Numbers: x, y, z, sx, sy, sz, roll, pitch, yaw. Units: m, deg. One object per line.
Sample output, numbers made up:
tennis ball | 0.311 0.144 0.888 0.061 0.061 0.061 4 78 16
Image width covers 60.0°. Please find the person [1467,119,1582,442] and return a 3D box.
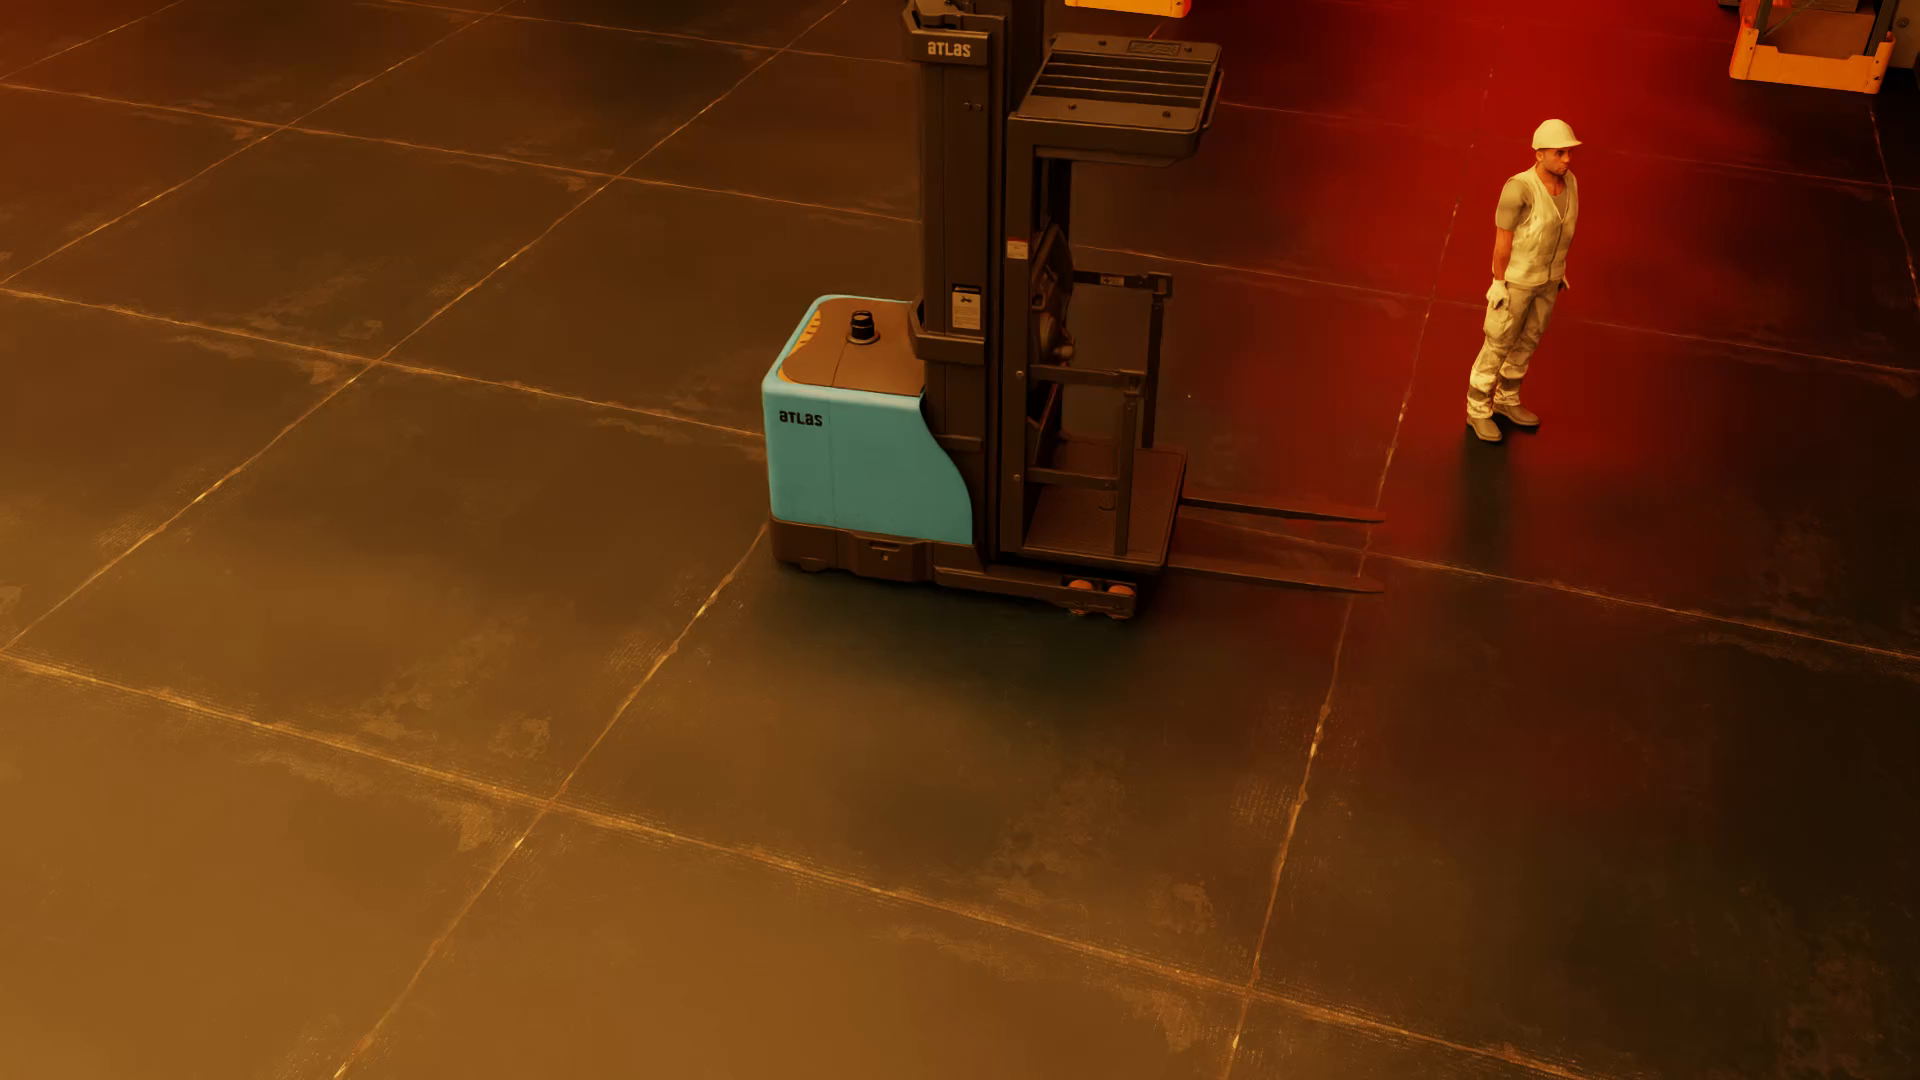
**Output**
person | 3.121 -1.417 9.097 0.535 1.794 0.374 -19 39 -25

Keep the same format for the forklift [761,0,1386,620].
forklift | 0.613 -1.147 7.728 3.031 2.935 1.130 7 36 10
